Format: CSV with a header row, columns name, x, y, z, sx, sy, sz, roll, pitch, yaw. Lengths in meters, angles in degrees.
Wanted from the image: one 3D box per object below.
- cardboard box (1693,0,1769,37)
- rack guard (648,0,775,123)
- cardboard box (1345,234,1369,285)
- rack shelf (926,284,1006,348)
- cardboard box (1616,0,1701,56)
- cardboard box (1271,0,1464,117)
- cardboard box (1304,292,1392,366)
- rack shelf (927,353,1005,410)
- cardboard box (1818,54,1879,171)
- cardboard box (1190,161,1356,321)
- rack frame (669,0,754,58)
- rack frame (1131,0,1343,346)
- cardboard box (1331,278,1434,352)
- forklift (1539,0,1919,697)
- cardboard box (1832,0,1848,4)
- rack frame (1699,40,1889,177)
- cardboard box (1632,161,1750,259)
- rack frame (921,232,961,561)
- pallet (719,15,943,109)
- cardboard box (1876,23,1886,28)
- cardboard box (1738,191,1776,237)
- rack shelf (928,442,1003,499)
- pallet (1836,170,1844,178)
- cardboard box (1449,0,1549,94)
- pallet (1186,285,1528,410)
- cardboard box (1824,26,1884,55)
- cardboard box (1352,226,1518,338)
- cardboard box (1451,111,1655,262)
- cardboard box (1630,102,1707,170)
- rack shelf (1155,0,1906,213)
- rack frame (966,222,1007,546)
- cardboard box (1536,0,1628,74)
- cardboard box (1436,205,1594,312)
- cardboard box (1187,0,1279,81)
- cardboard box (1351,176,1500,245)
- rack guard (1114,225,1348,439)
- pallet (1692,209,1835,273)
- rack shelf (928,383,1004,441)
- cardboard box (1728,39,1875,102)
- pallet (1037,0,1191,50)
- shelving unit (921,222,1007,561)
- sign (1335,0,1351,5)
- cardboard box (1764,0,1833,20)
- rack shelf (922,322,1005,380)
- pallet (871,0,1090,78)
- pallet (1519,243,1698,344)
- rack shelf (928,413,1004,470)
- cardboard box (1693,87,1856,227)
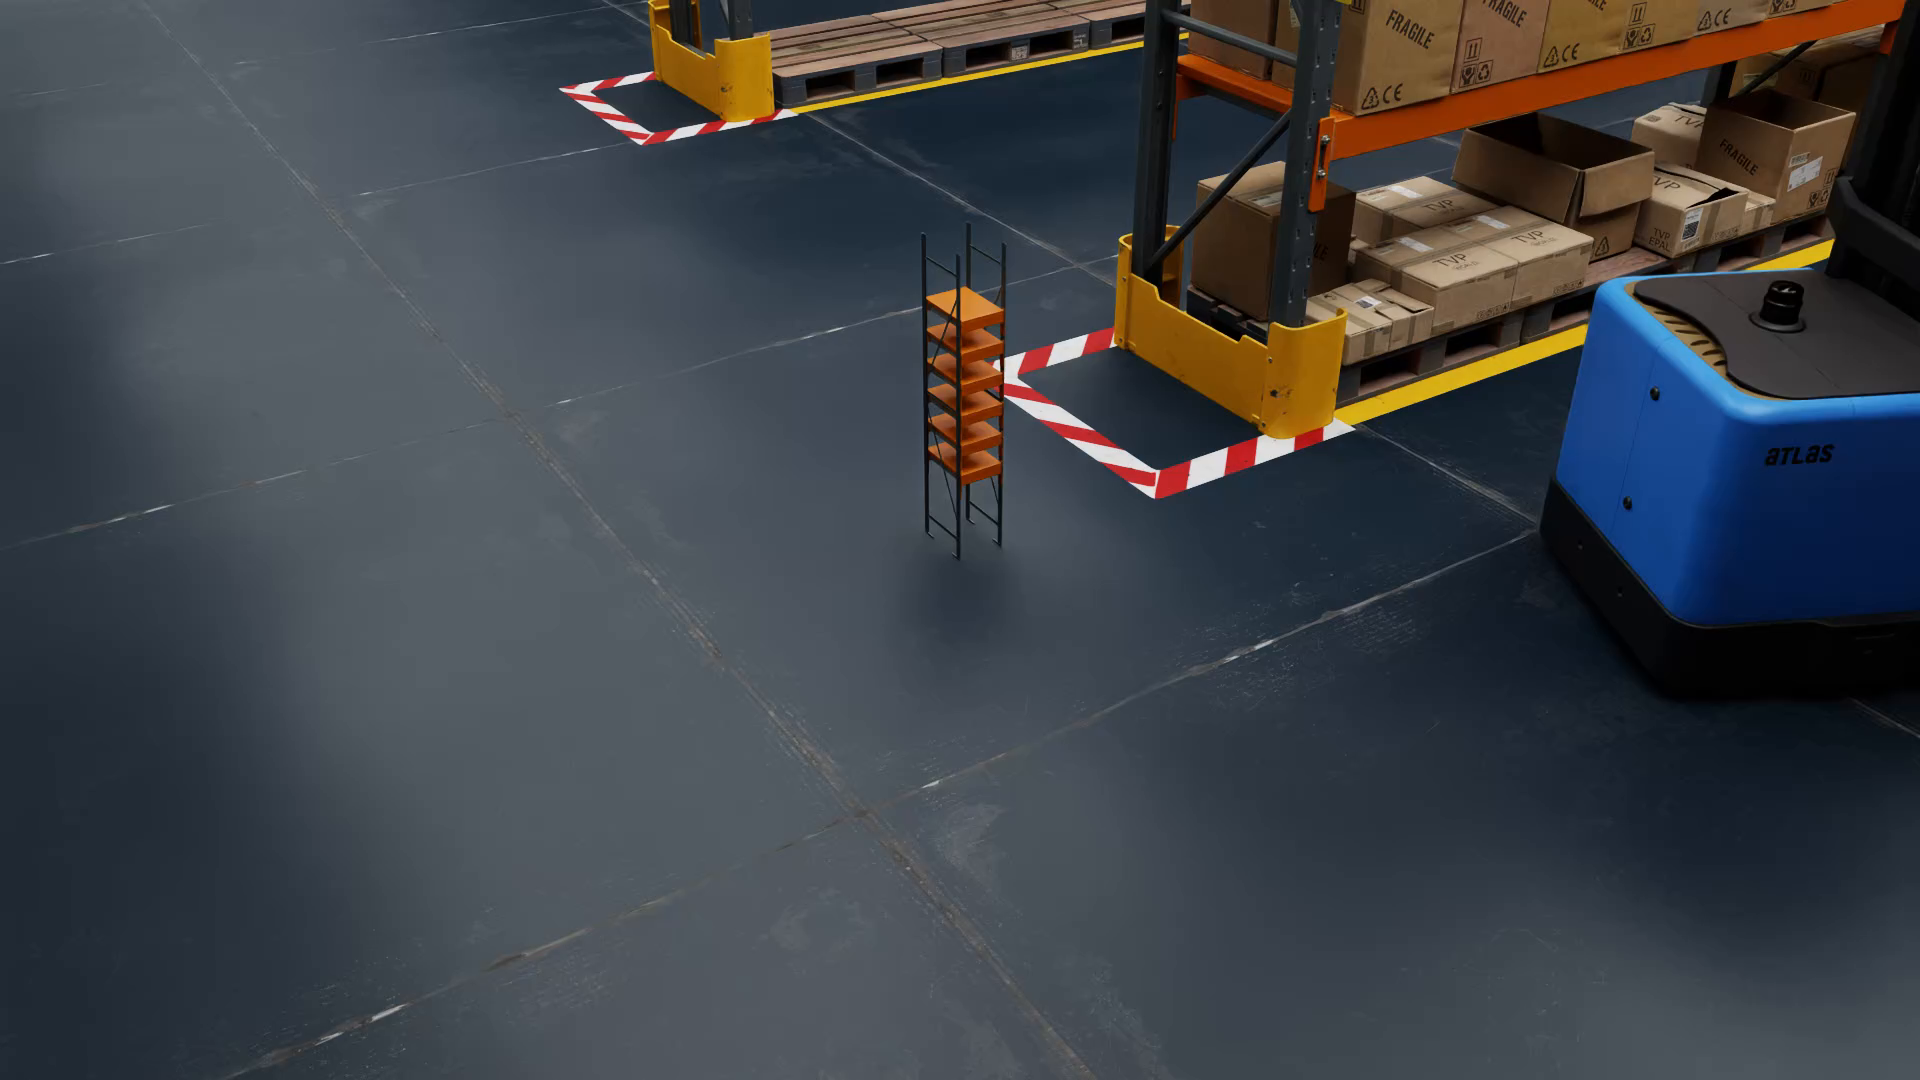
name,x,y,z,sx,sy,sz,roll,pitch,yaw
cardboard box,3.302,-2.603,7.471,0.500,0.500,0.500,-18,36,-26
rack guard,-1.610,-3.115,10.720,0.348,0.500,1.175,-19,37,-27
cardboard box,1.797,-1.295,7.735,0.250,0.166,0.380,-19,37,-27
rack shelf,0.012,-0.779,5.768,0.180,0.103,0.258,-19,37,-27
cardboard box,2.875,-2.454,7.236,0.500,0.500,0.500,-18,37,-27
cardboard box,1.600,-2.015,6.540,0.500,0.500,0.500,-18,37,-26
cardboard box,1.622,-0.910,7.141,0.250,0.149,0.380,-19,37,-27
rack shelf,0.012,-0.576,5.896,0.180,0.103,0.258,-19,37,-27
cardboard box,4.985,-2.279,8.981,0.500,0.500,0.500,-21,38,-29
cardboard box,1.408,-1.359,7.524,0.500,0.500,0.500,-19,37,-27
rack frame,-1.596,-4.185,10.073,0.127,3.000,1.000,-19,37,-27
rack frame,1.084,-1.963,6.550,0.127,3.000,1.000,-19,37,-27
cardboard box,1.832,-0.990,7.251,0.250,0.166,0.380,-19,37,-27
forklift,3.699,-1.070,5.198,3.031,2.935,1.130,-4,32,-6
cardboard box,4.165,-2.902,7.945,0.500,0.500,0.500,-18,37,-27
rack frame,4.446,-3.119,8.383,0.127,3.000,1.000,-19,37,-27
cardboard box,3.491,-1.659,8.177,0.500,0.311,0.500,-19,37,-27
rack frame,-0.065,-0.485,5.895,0.006,1.200,0.240,-19,37,-27
pallet,-0.882,-3.227,11.168,1.213,0.211,1.003,-19,37,-27
cardboard box,5.547,-2.803,9.813,0.500,0.500,0.500,-18,37,-27
cardboard box,3.838,-1.672,8.349,0.250,0.149,0.380,-19,37,-27
rack shelf,0.012,-0.271,6.088,0.180,0.103,0.258,-19,37,-27
pallet,5.109,-2.192,9.527,1.213,0.211,1.003,-19,37,-27
cardboard box,2.031,-2.167,6.780,0.500,0.500,0.500,-19,37,-28
pallet,1.818,-1.036,7.695,1.213,0.211,1.003,-19,37,-27
cardboard box,5.126,-2.658,9.583,0.500,0.500,0.500,-19,37,-27
cardboard box,2.115,-1.161,7.443,0.500,0.250,0.500,-19,37,-27
cardboard box,2.870,-1.704,8.067,0.637,0.503,0.797,-19,37,-27
cardboard box,3.976,-2.144,8.945,0.500,0.311,0.500,-19,37,-27
rack shelf,2.765,-2.237,7.659,4.000,0.370,1.077,-19,37,-27
rack frame,0.089,-0.538,5.978,0.006,1.200,0.240,-19,37,-27
cardboard box,2.454,-2.311,7.008,0.500,0.500,0.500,-19,37,-27
cardboard box,2.535,-1.305,7.672,0.500,0.250,0.500,-19,37,-27
cardboard box,1.313,-2.257,6.922,0.500,0.500,0.500,-18,36,-26
cardboard box,2.222,-1.515,8.005,0.500,0.250,0.500,-19,37,-27
rack guard,1.148,-0.928,7.252,0.348,0.500,1.175,-19,37,-27
pallet,3.868,-1.742,8.813,1.213,0.211,1.003,-19,37,-27
rack shelf,0.012,-0.474,5.960,0.180,0.103,0.258,-19,37,-27
cardboard box,4.706,-2.519,9.363,0.500,0.500,0.500,-19,37,-28
pallet,1.169,-3.932,12.286,1.213,0.211,1.003,-19,37,-27
shelving unit,0.012,-0.512,5.937,0.189,1.200,0.258,-19,37,-27
sign,1.378,-2.086,5.934,0.005,0.325,0.100,-19,37,-27
cardboard box,3.733,-2.752,7.708,0.500,0.500,0.500,-18,36,-26
rack shelf,0.012,-0.677,5.832,0.180,0.103,0.258,-19,37,-27
pallet,0.142,-3.577,11.723,1.213,0.211,1.003,-19,37,-27
pallet,2.842,-1.387,8.251,1.213,0.211,1.003,-19,37,-27
rack shelf,0.012,-0.373,6.024,0.180,0.103,0.258,-19,37,-27
cardboard box,4.121,-1.956,8.470,0.500,0.500,0.500,-19,37,-27
